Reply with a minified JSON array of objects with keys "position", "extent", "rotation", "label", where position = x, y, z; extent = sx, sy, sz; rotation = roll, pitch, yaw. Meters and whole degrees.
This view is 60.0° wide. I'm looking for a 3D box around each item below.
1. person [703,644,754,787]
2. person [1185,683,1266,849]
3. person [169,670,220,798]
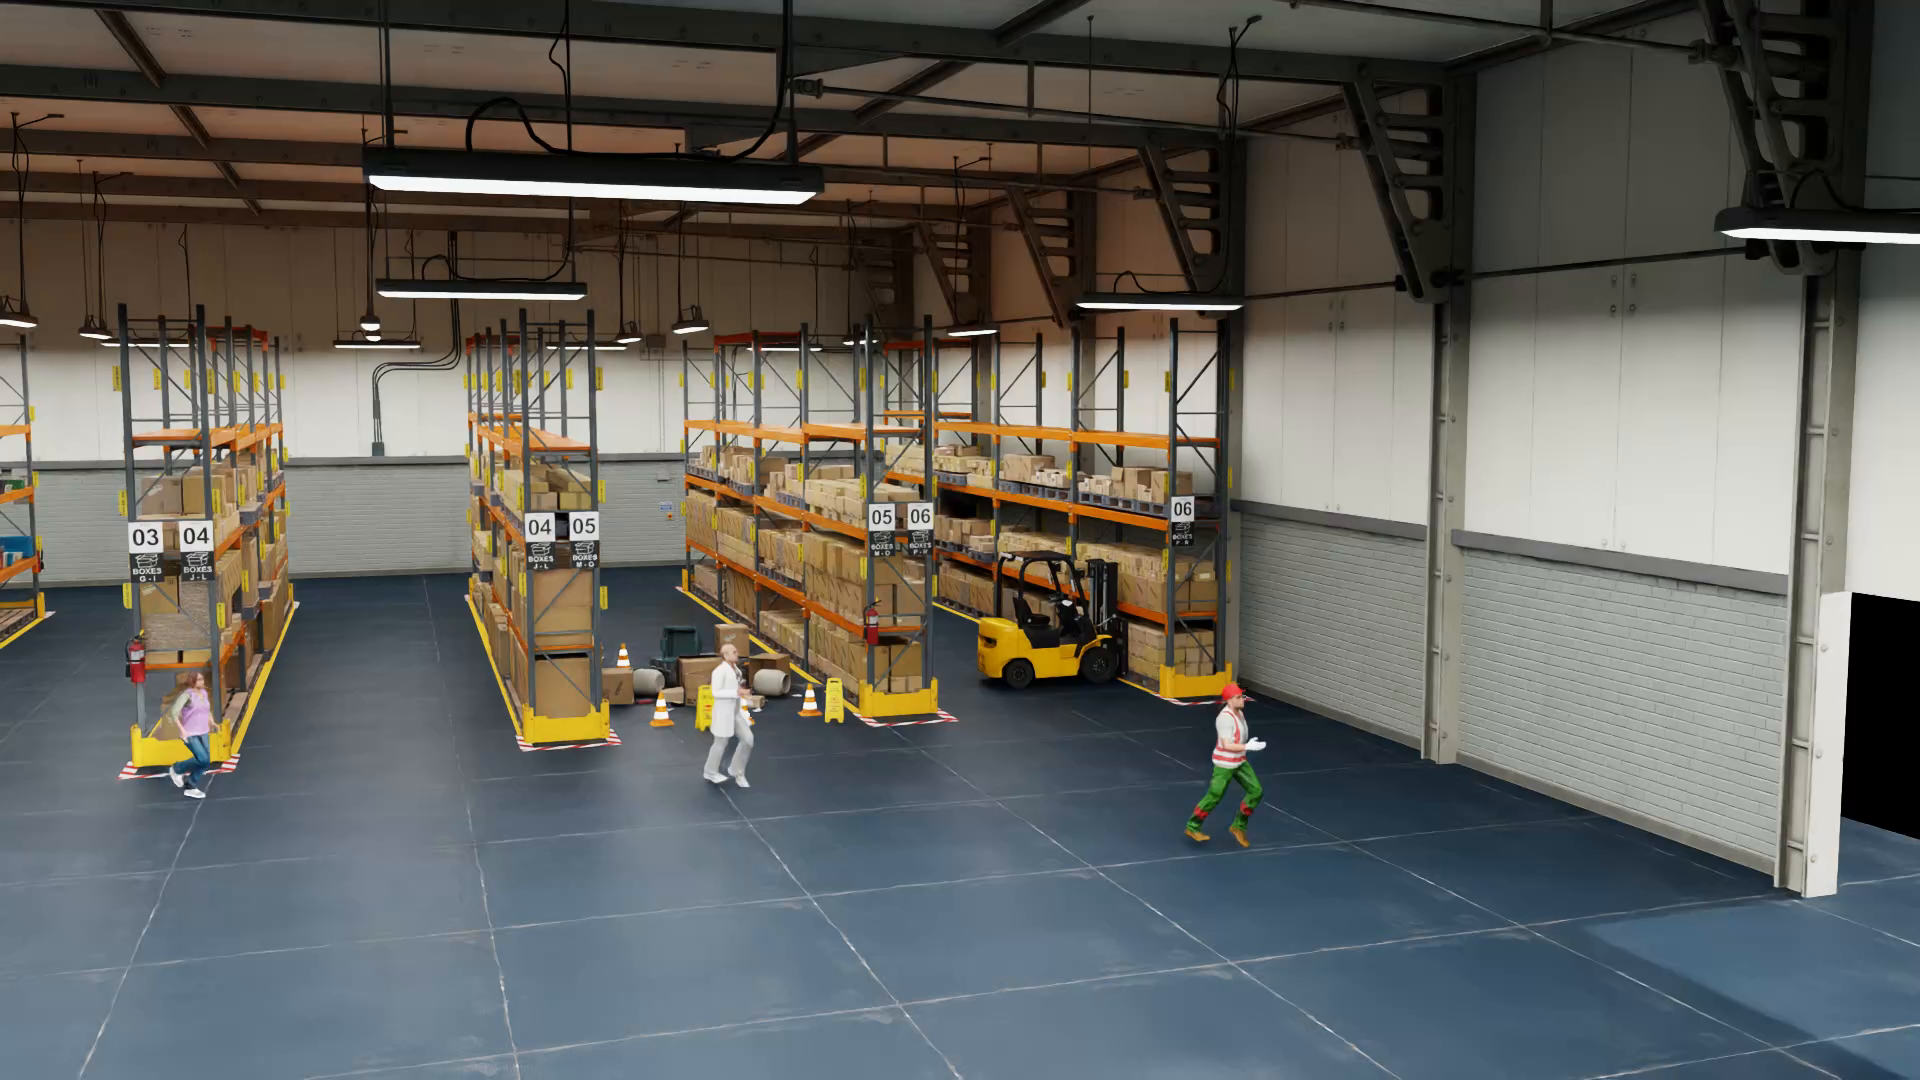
[{"position":[-2.865,2.195,20.518],"extent":[0.816,1.836,0.660],"rotation":[3,6,28],"label":"person"},{"position":[2.898,2.418,17.869],"extent":[0.898,1.794,0.673],"rotation":[4,7,34],"label":"person"},{"position":[-9.234,2.342,20.059],"extent":[0.579,1.554,0.524],"rotation":[2,6,17],"label":"person"}]
